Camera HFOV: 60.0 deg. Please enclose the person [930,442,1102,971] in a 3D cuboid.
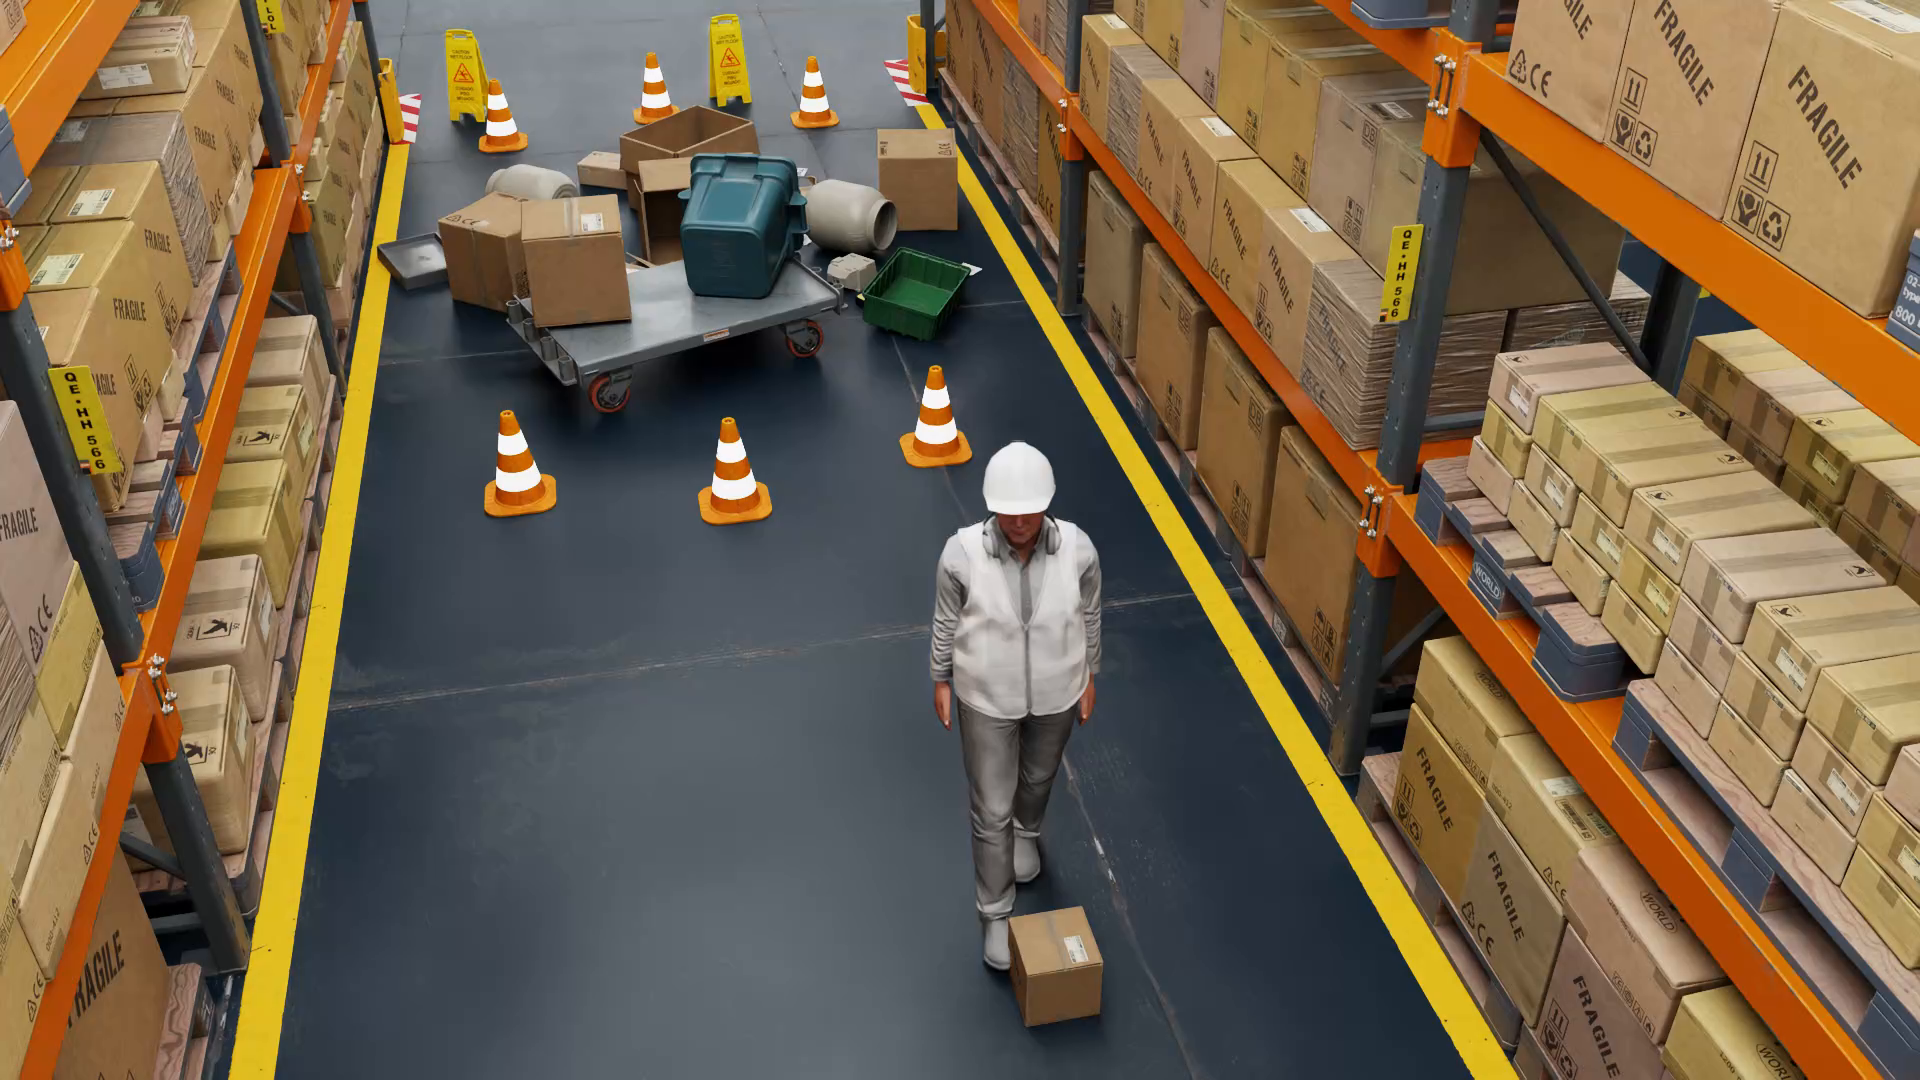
[{"bbox_3d":[0.205,0.531,5.332,0.557,1.763,0.742,-5,34,-8],"label":"person"}]
